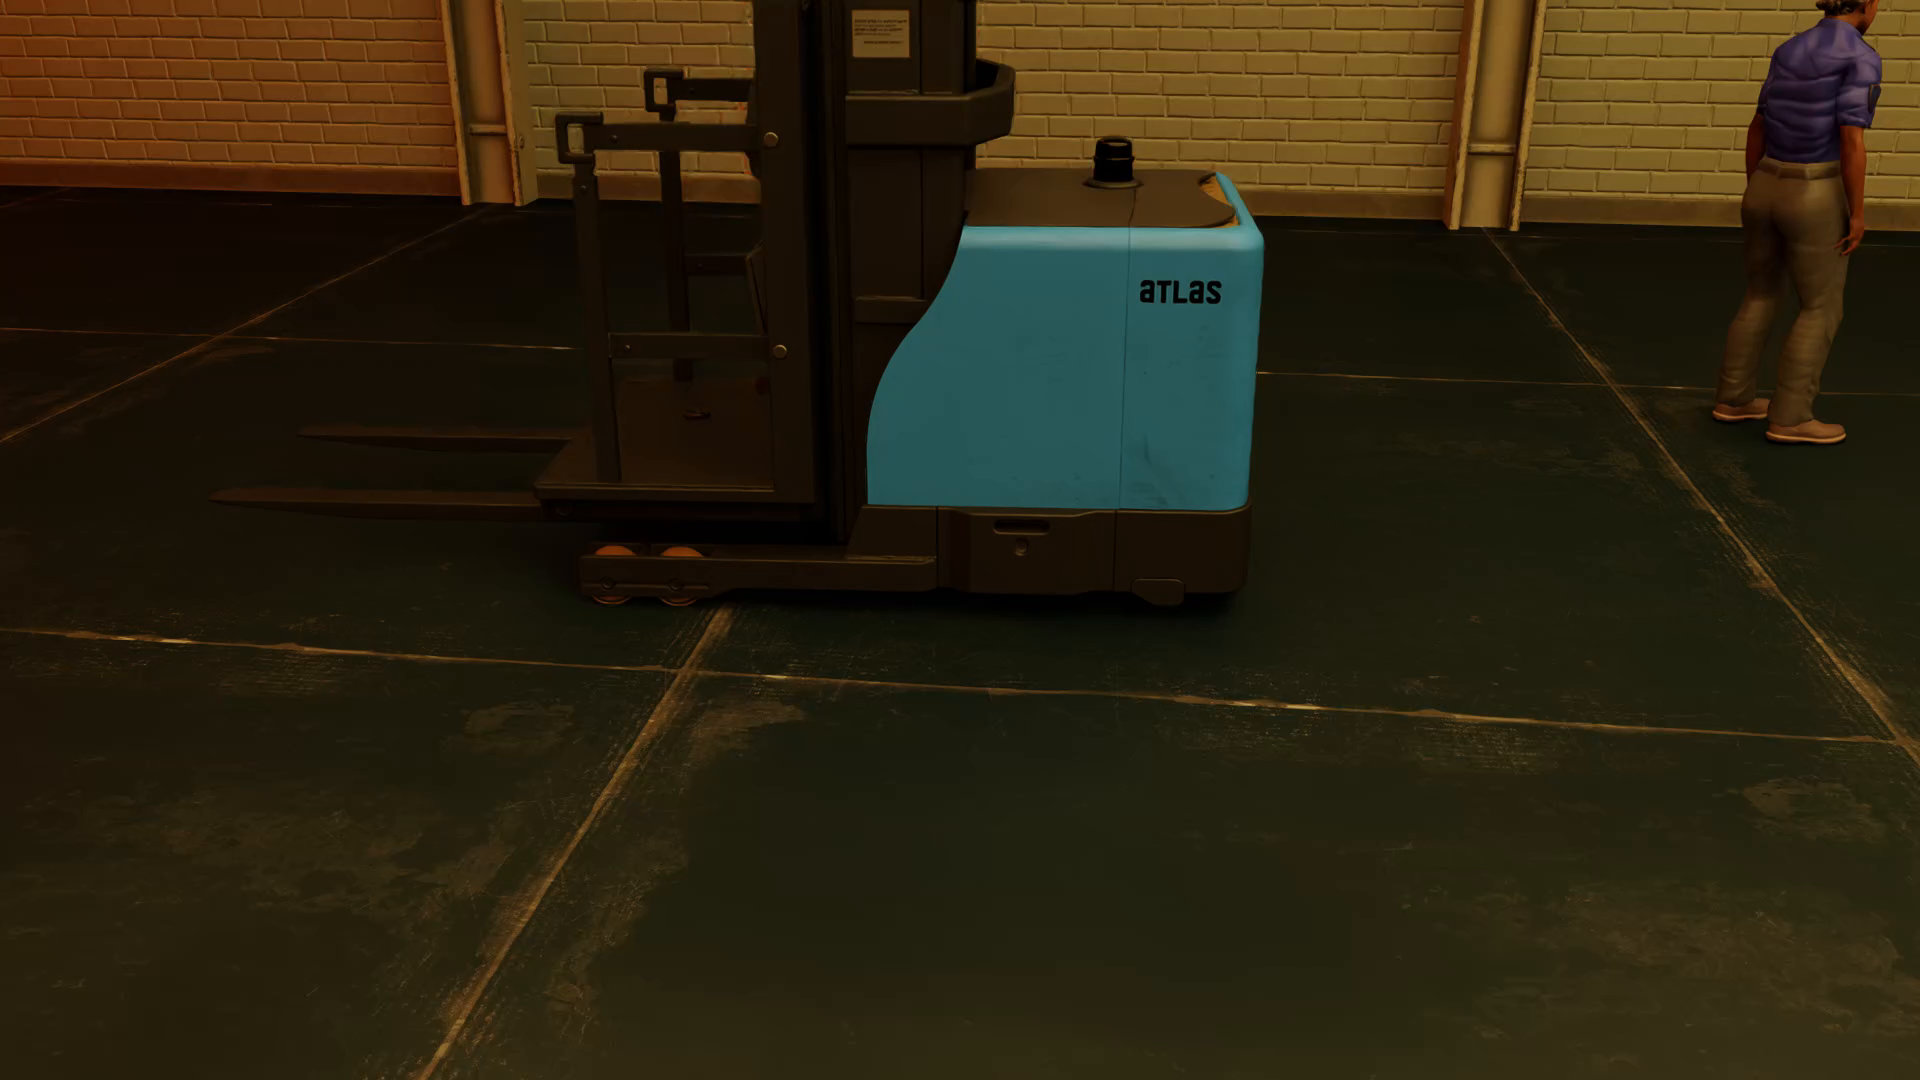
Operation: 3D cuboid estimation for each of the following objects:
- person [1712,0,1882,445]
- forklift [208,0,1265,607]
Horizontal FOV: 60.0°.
[{"bbox_3d":[3.004,-1.186,5.915,0.348,1.654,0.509,-8,23,-20],"label":"person"},{"bbox_3d":[-0.681,-1.367,4.648,3.031,2.935,1.130,1,22,3],"label":"forklift"}]
